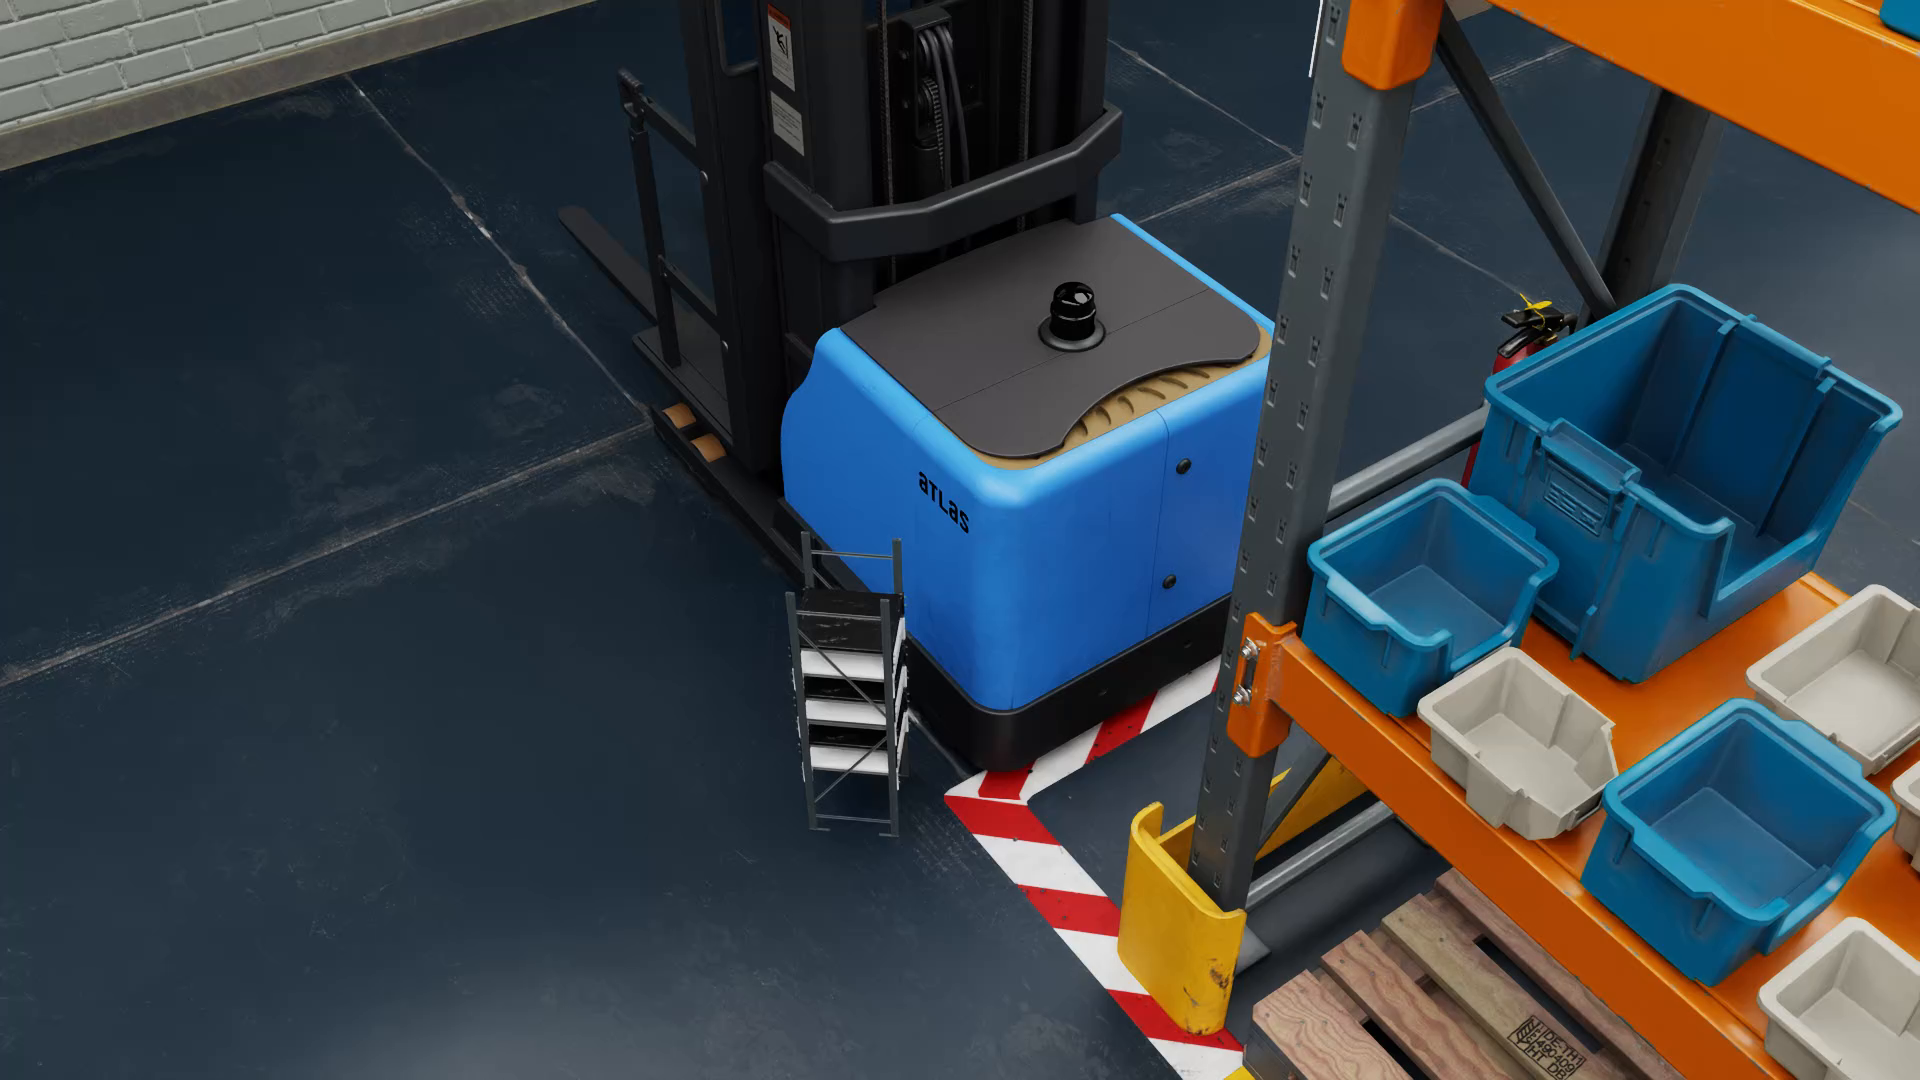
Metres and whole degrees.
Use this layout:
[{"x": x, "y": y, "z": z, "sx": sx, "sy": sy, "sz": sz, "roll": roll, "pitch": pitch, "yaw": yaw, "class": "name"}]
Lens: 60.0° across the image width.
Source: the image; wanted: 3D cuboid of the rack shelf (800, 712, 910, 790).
[{"x": -0.270, "y": 0.540, "z": 4.342, "sx": 0.258, "sy": 0.077, "sz": 0.200, "roll": 4, "pitch": 44, "yaw": 4, "class": "rack shelf"}]

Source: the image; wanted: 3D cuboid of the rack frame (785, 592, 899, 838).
[{"x": -0.281, "y": 0.455, "z": 4.121, "sx": 0.240, "sy": 0.900, "sz": 0.006, "roll": 4, "pitch": 44, "yaw": 4, "class": "rack frame"}]

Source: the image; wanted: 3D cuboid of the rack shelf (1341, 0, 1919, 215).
[{"x": 2.115, "y": 0.115, "z": 1.306, "sx": 1.077, "sy": 0.370, "sz": 4.000, "roll": -26, "pitch": 49, "yaw": -24, "class": "rack shelf"}]

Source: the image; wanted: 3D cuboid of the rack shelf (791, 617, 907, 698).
[{"x": -0.270, "y": 0.279, "z": 4.093, "sx": 0.258, "sy": 0.077, "sz": 0.200, "roll": 4, "pitch": 44, "yaw": 4, "class": "rack shelf"}]

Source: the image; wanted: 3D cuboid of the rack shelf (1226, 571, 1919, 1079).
[{"x": 2.115, "y": 1.200, "z": 2.342, "sx": 1.077, "sy": 0.370, "sz": 4.000, "roll": -26, "pitch": 49, "yaw": -24, "class": "rack shelf"}]

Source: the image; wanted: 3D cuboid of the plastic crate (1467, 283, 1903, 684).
[{"x": 1.315, "y": -0.112, "z": 3.126, "sx": 0.616, "sy": 0.435, "sz": 0.499, "roll": -26, "pitch": 49, "yaw": -24, "class": "plastic crate"}]

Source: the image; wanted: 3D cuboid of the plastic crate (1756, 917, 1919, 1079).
[{"x": 1.345, "y": 0.749, "z": 2.441, "sx": 0.250, "sy": 0.136, "sz": 0.298, "roll": -26, "pitch": 49, "yaw": -24, "class": "plastic crate"}]

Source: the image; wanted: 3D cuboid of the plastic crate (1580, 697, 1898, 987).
[{"x": 1.218, "y": 0.488, "z": 2.644, "sx": 0.416, "sy": 0.233, "sz": 0.300, "roll": -26, "pitch": 49, "yaw": -24, "class": "plastic crate"}]

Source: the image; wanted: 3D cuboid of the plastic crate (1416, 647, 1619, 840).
[{"x": 0.957, "y": 0.365, "z": 2.843, "sx": 0.250, "sy": 0.136, "sz": 0.298, "roll": -26, "pitch": 49, "yaw": -24, "class": "plastic crate"}]

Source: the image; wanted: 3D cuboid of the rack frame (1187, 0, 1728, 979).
[{"x": 0.971, "y": -0.193, "z": 3.280, "sx": 1.000, "sy": 3.000, "sz": 0.127, "roll": -26, "pitch": 49, "yaw": -24, "class": "rack frame"}]

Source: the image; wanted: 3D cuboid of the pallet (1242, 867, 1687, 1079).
[{"x": 1.411, "y": 1.298, "z": 3.738, "sx": 1.003, "sy": 0.211, "sz": 1.213, "roll": -26, "pitch": 49, "yaw": -24, "class": "pallet"}]

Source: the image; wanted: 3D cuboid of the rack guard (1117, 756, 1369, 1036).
[{"x": 0.946, "y": 0.702, "z": 4.152, "sx": 1.175, "sy": 0.500, "sz": 0.348, "roll": -26, "pitch": 49, "yaw": -24, "class": "rack guard"}]

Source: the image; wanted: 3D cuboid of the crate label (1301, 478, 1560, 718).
[{"x": 0.842, "y": 0.115, "z": 3.035, "sx": 0.416, "sy": 0.233, "sz": 0.303, "roll": -26, "pitch": 49, "yaw": -24, "class": "crate label"}]

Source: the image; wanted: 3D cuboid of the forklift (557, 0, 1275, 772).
[{"x": -0.362, "y": -1.414, "z": 4.609, "sx": 1.130, "sy": 2.935, "sz": 3.031, "roll": -26, "pitch": 49, "yaw": -25, "class": "forklift"}]

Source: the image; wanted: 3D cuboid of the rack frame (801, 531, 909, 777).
[{"x": -0.260, "y": 0.316, "z": 4.268, "sx": 0.240, "sy": 0.900, "sz": 0.006, "roll": 4, "pitch": 44, "yaw": 4, "class": "rack frame"}]

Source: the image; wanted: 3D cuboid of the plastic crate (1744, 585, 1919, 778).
[{"x": 1.586, "y": 0.271, "z": 2.942, "sx": 0.396, "sy": 0.136, "sz": 0.243, "roll": -26, "pitch": 49, "yaw": -24, "class": "plastic crate"}]

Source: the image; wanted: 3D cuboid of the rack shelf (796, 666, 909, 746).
[{"x": -0.270, "y": 0.410, "z": 4.217, "sx": 0.258, "sy": 0.077, "sz": 0.200, "roll": 4, "pitch": 44, "yaw": 4, "class": "rack shelf"}]

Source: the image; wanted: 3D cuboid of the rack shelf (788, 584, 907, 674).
[{"x": -0.270, "y": 0.214, "z": 4.031, "sx": 0.258, "sy": 0.077, "sz": 0.200, "roll": 4, "pitch": 44, "yaw": 4, "class": "rack shelf"}]

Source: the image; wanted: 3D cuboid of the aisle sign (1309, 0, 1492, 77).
[{"x": 0.686, "y": -1.057, "z": 2.302, "sx": 0.394, "sy": 0.787, "sz": 0.004, "roll": -26, "pitch": 49, "yaw": -24, "class": "aisle sign"}]

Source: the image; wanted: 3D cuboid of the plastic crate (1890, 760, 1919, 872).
[{"x": 1.740, "y": 0.441, "z": 2.764, "sx": 0.396, "sy": 0.136, "sz": 0.243, "roll": -26, "pitch": 49, "yaw": -24, "class": "plastic crate"}]

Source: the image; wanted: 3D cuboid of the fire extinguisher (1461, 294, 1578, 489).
[{"x": 1.257, "y": -0.295, "z": 3.713, "sx": 0.296, "sy": 0.674, "sz": 0.183, "roll": -26, "pitch": 49, "yaw": -24, "class": "fire extinguisher"}]

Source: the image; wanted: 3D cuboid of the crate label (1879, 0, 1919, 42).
[{"x": 1.233, "y": -0.574, "z": 1.615, "sx": 0.408, "sy": 0.251, "sz": 0.502, "roll": -26, "pitch": 49, "yaw": -24, "class": "crate label"}]

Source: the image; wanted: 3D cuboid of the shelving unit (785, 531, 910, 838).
[{"x": -0.270, "y": 0.386, "z": 4.194, "sx": 0.258, "sy": 0.900, "sz": 0.210, "roll": 4, "pitch": 44, "yaw": 4, "class": "shelving unit"}]

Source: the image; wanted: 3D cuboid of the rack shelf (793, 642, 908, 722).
[{"x": -0.270, "y": 0.345, "z": 4.155, "sx": 0.258, "sy": 0.077, "sz": 0.200, "roll": 4, "pitch": 44, "yaw": 4, "class": "rack shelf"}]

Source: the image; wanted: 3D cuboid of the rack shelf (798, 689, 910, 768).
[{"x": -0.270, "y": 0.475, "z": 4.280, "sx": 0.258, "sy": 0.077, "sz": 0.200, "roll": 4, "pitch": 44, "yaw": 4, "class": "rack shelf"}]
